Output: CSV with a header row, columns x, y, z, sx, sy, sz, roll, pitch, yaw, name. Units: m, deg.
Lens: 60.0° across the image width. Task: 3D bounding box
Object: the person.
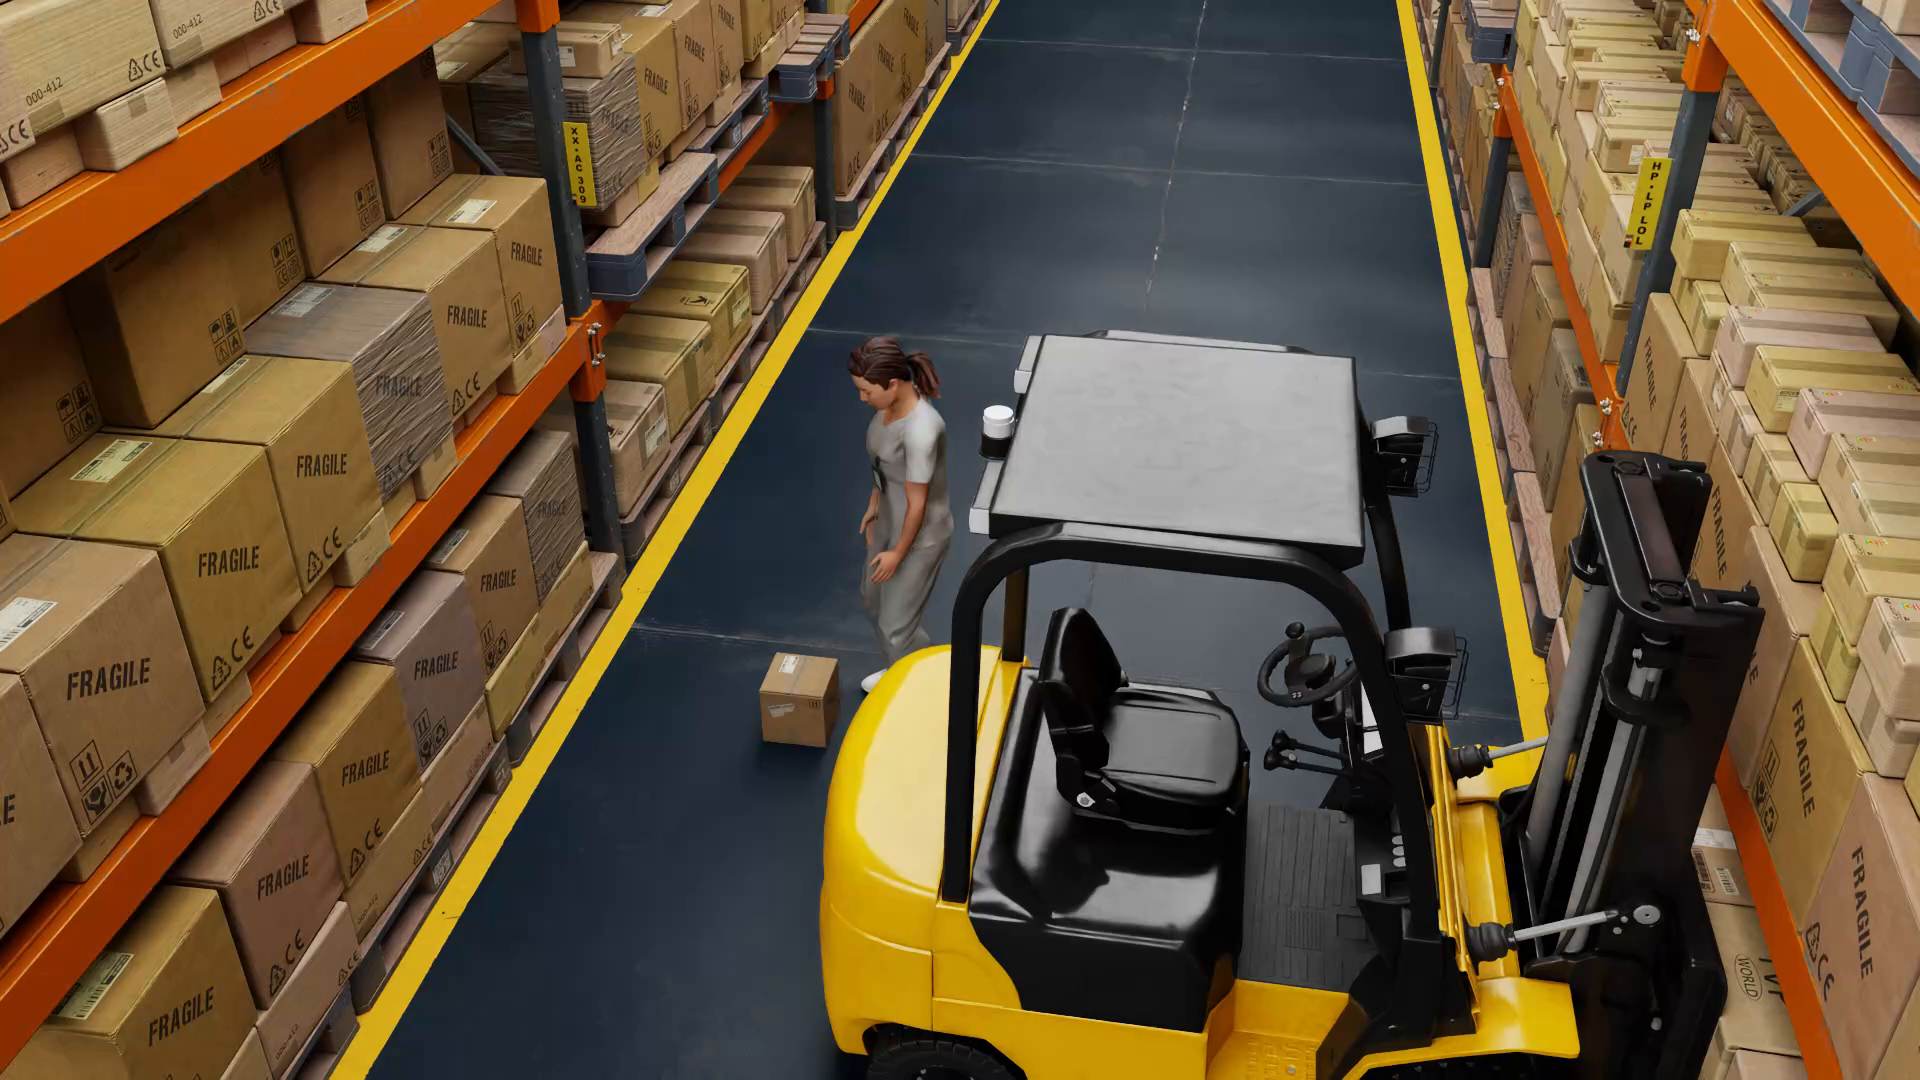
x,y,z,sx,sy,sz,roll,pitch,yaw,name
-0.213,-0.024,6.221,0.370,1.637,0.458,-10,34,-15,person
